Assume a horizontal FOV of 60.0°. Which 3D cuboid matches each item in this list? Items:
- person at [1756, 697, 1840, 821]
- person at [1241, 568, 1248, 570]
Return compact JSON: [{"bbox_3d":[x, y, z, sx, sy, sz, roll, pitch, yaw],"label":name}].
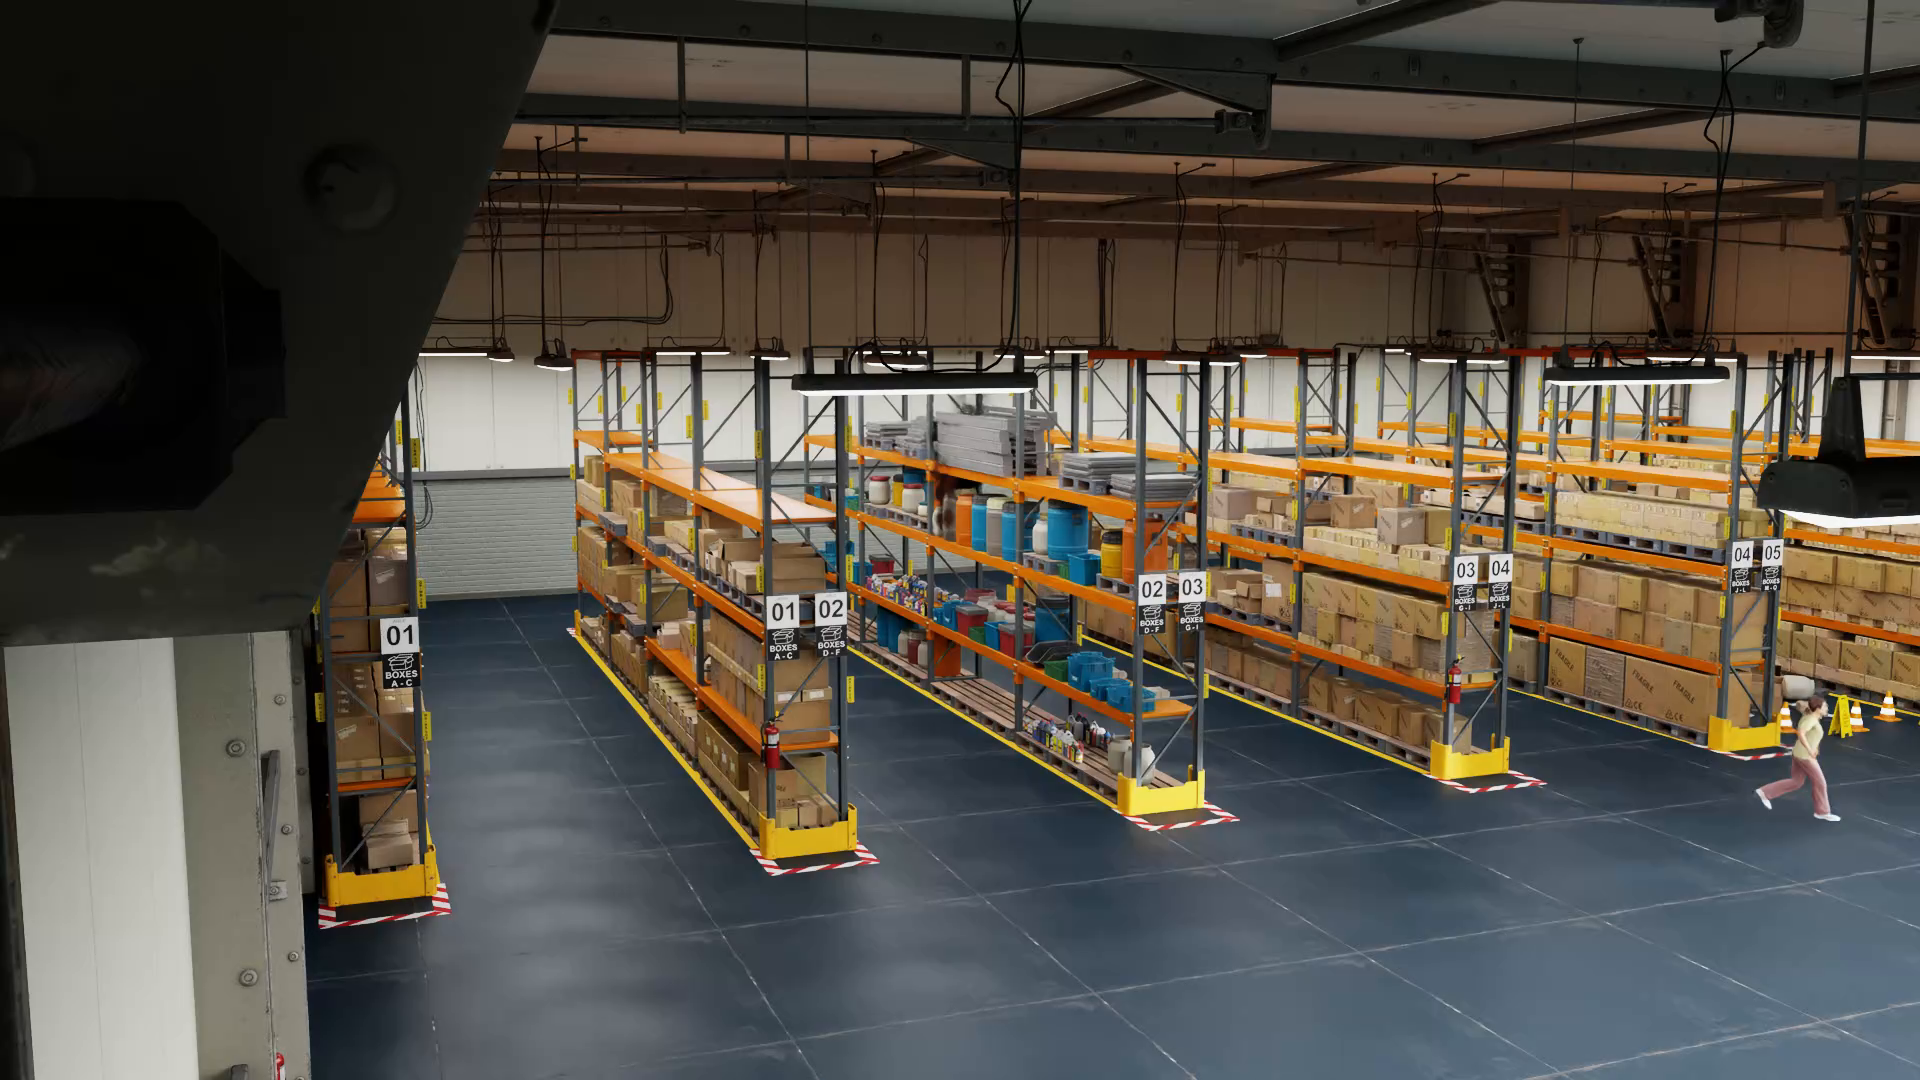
[{"bbox_3d":[10.953,2.832,21.654,1.009,1.629,0.609,3,8,22],"label":"person"},{"bbox_3d":[5.688,1.367,33.295,0.575,1.645,0.914,-3,8,-23],"label":"person"}]
